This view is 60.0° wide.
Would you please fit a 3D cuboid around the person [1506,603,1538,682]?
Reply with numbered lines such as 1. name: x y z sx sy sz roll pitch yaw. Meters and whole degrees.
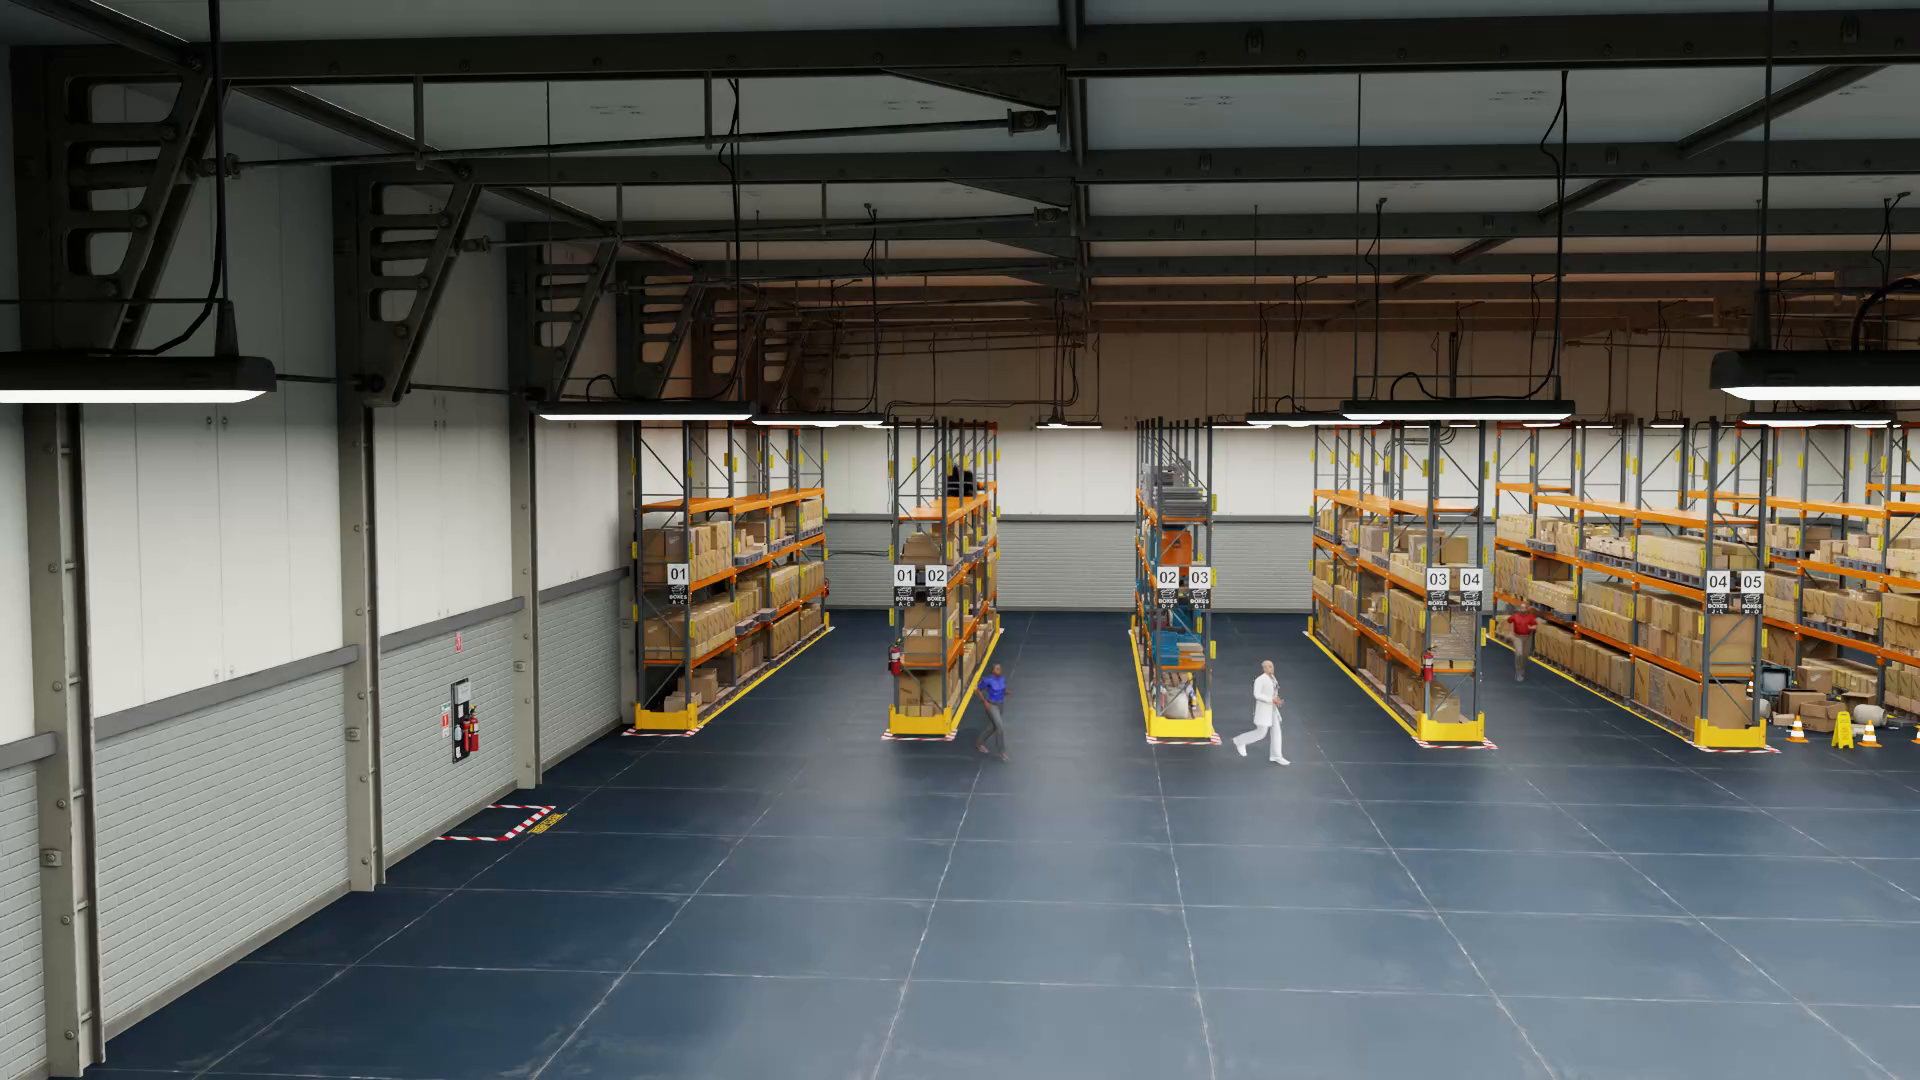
1. person: 13.005 2.346 38.463 0.642 1.783 0.839 0 4 3

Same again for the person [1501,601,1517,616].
1. person: 15.703 1.776 47.453 0.524 1.725 0.696 1 4 18

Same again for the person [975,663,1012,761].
1. person: 0.614 3.043 29.210 0.797 1.607 0.556 3 5 39

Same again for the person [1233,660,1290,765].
1. person: 5.254 2.965 28.785 1.001 1.786 0.714 3 5 38
